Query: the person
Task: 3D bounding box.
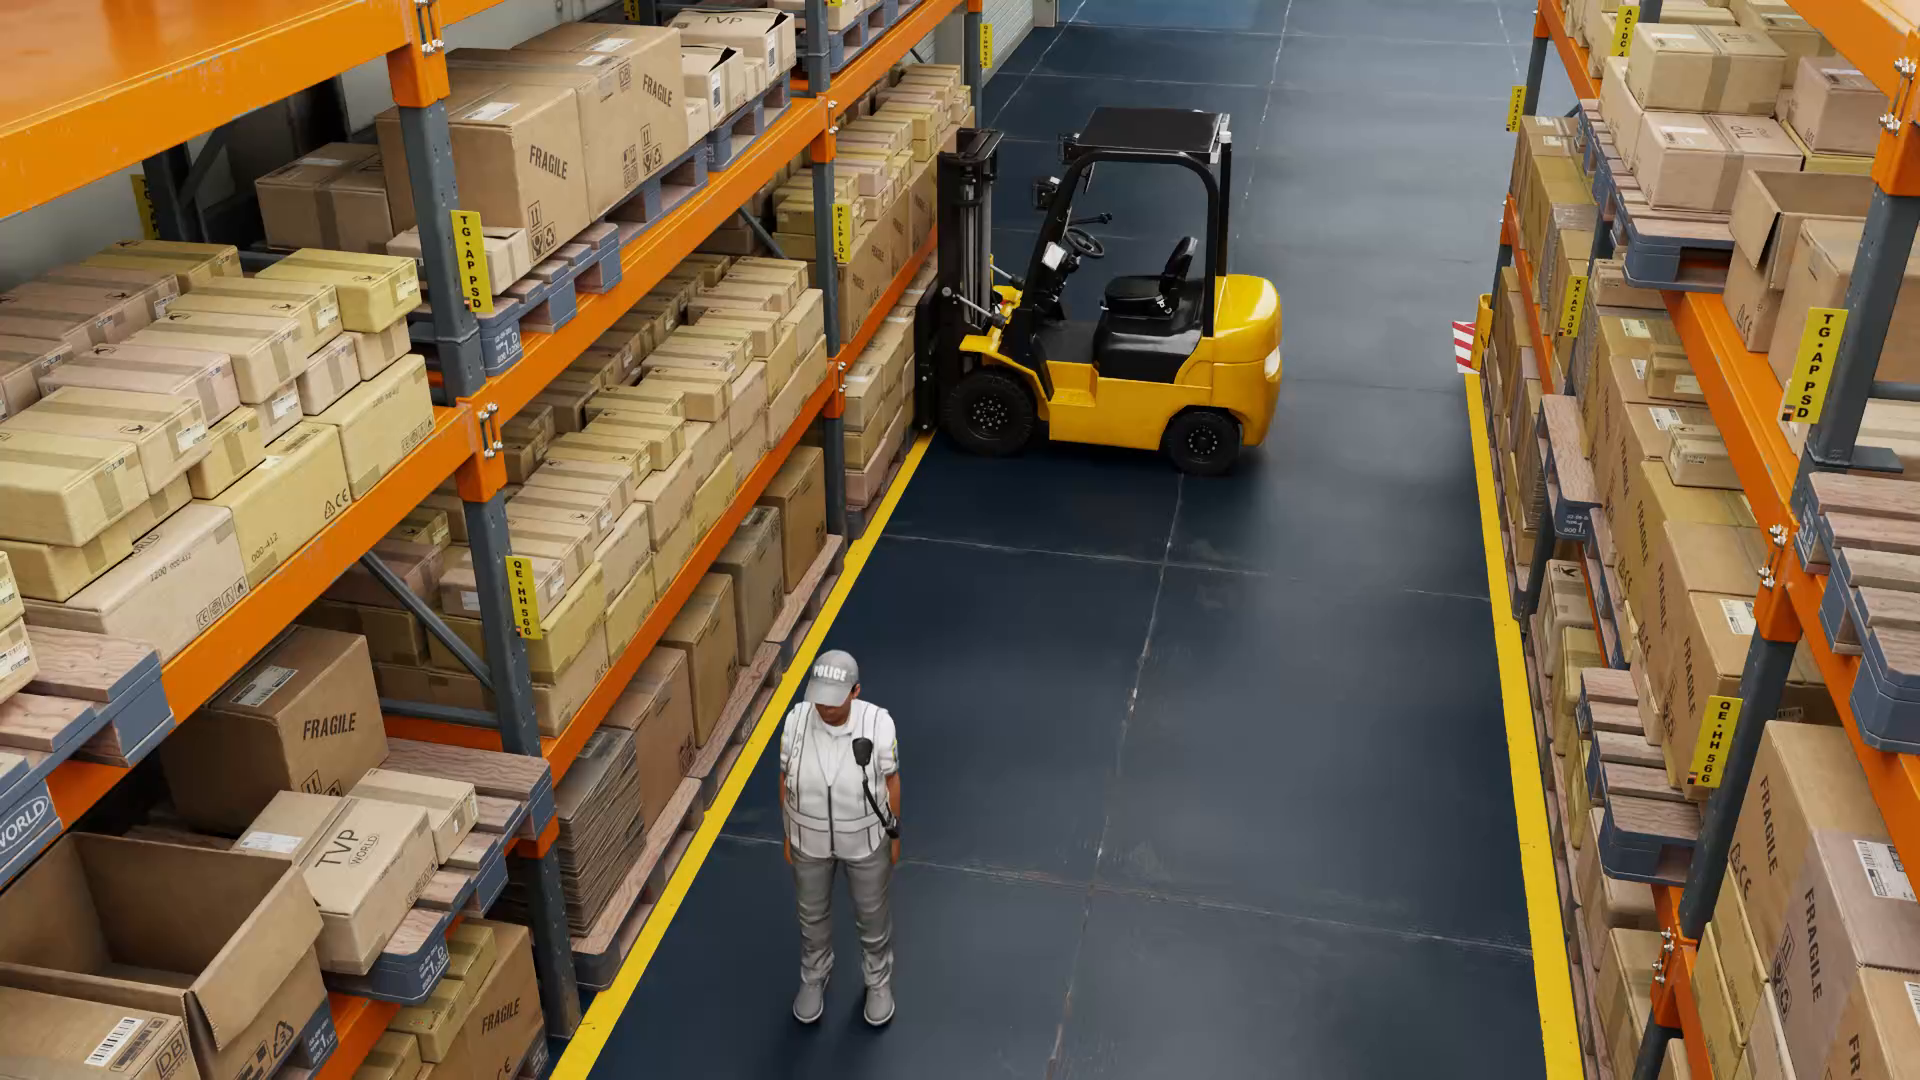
[{"bbox_3d":[-0.469,1.159,6.491,0.472,1.667,0.383,2,29,4],"label":"person"}]
